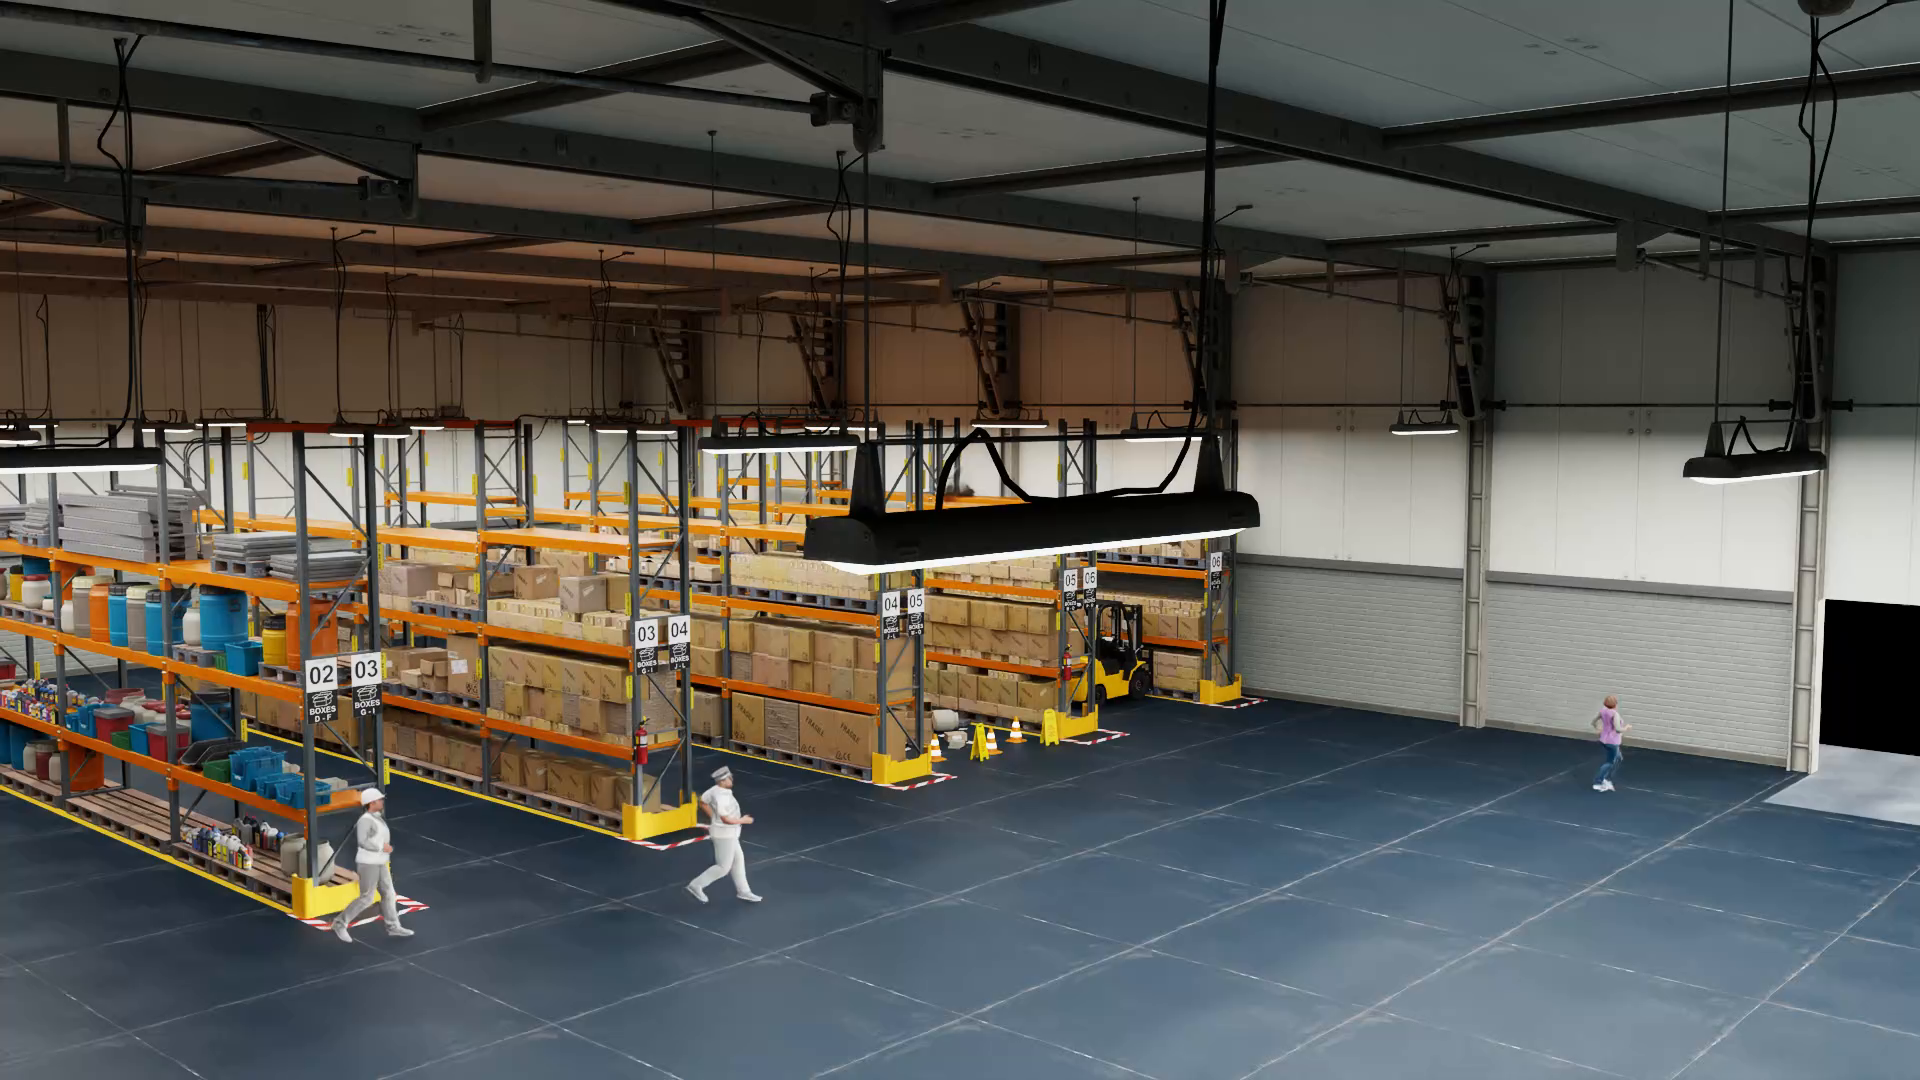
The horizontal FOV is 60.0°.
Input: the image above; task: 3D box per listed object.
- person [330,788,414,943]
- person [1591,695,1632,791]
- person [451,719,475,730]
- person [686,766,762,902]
[{"bbox_3d":[-6.939,3.814,19.695,0.911,1.753,0.698,-1,5,-7],"label":"person"},{"bbox_3d":[10.618,3.324,27.096,0.639,1.601,0.517,-1,5,-7],"label":"person"},{"bbox_3d":[-9.428,2.835,31.658,0.991,1.807,0.687,3,6,35],"label":"person"},{"bbox_3d":[-2.979,3.737,20.966,0.981,1.787,0.674,-1,5,-17],"label":"person"}]
